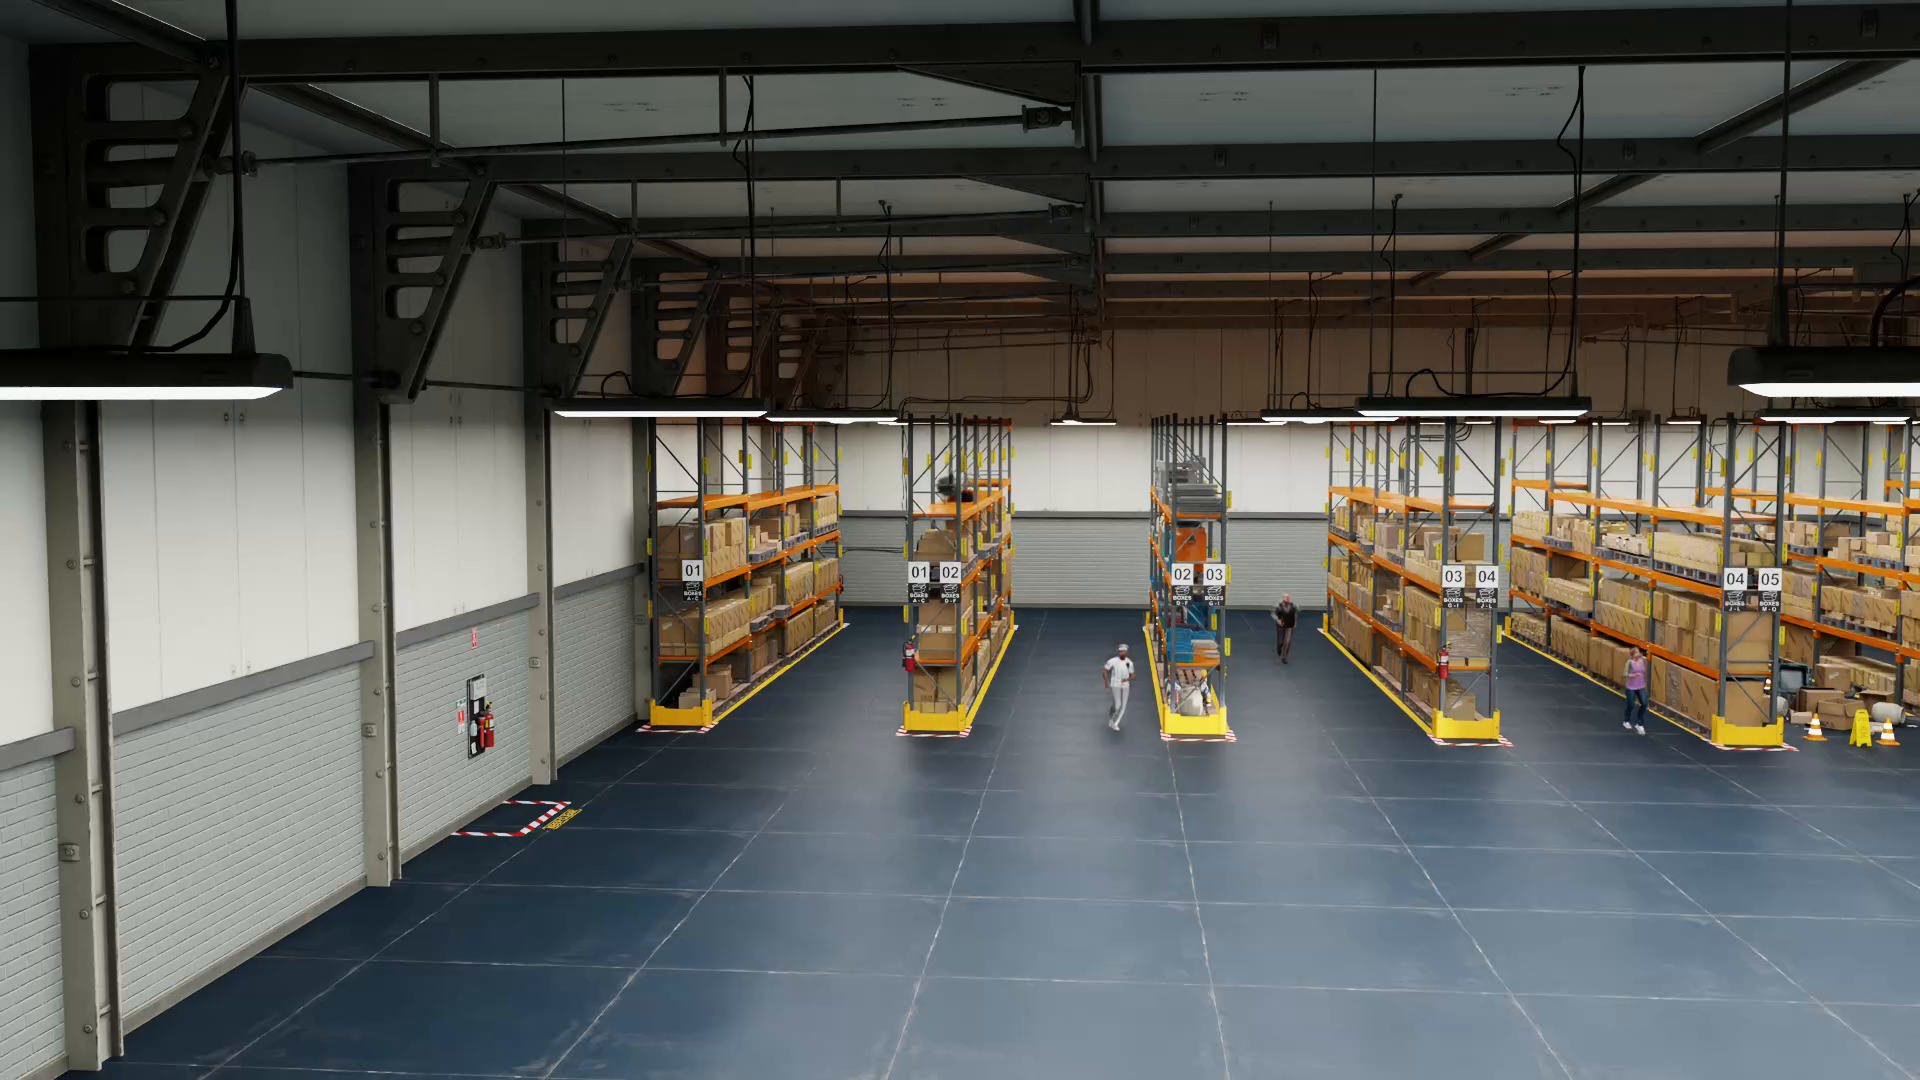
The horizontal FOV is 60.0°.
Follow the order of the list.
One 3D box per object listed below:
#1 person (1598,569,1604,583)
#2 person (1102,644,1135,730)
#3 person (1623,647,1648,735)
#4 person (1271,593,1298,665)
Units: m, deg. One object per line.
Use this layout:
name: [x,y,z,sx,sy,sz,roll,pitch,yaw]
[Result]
person: [18.289,1.681,47.518,0.658,1.717,0.721,0,4,-1]
person: [3.031,2.781,31.472,0.570,1.635,0.530,-1,4,-14]
person: [12.680,2.815,31.211,0.513,1.629,0.675,0,4,-3]
person: [7.954,2.148,40.689,0.683,1.713,0.890,0,4,1]
